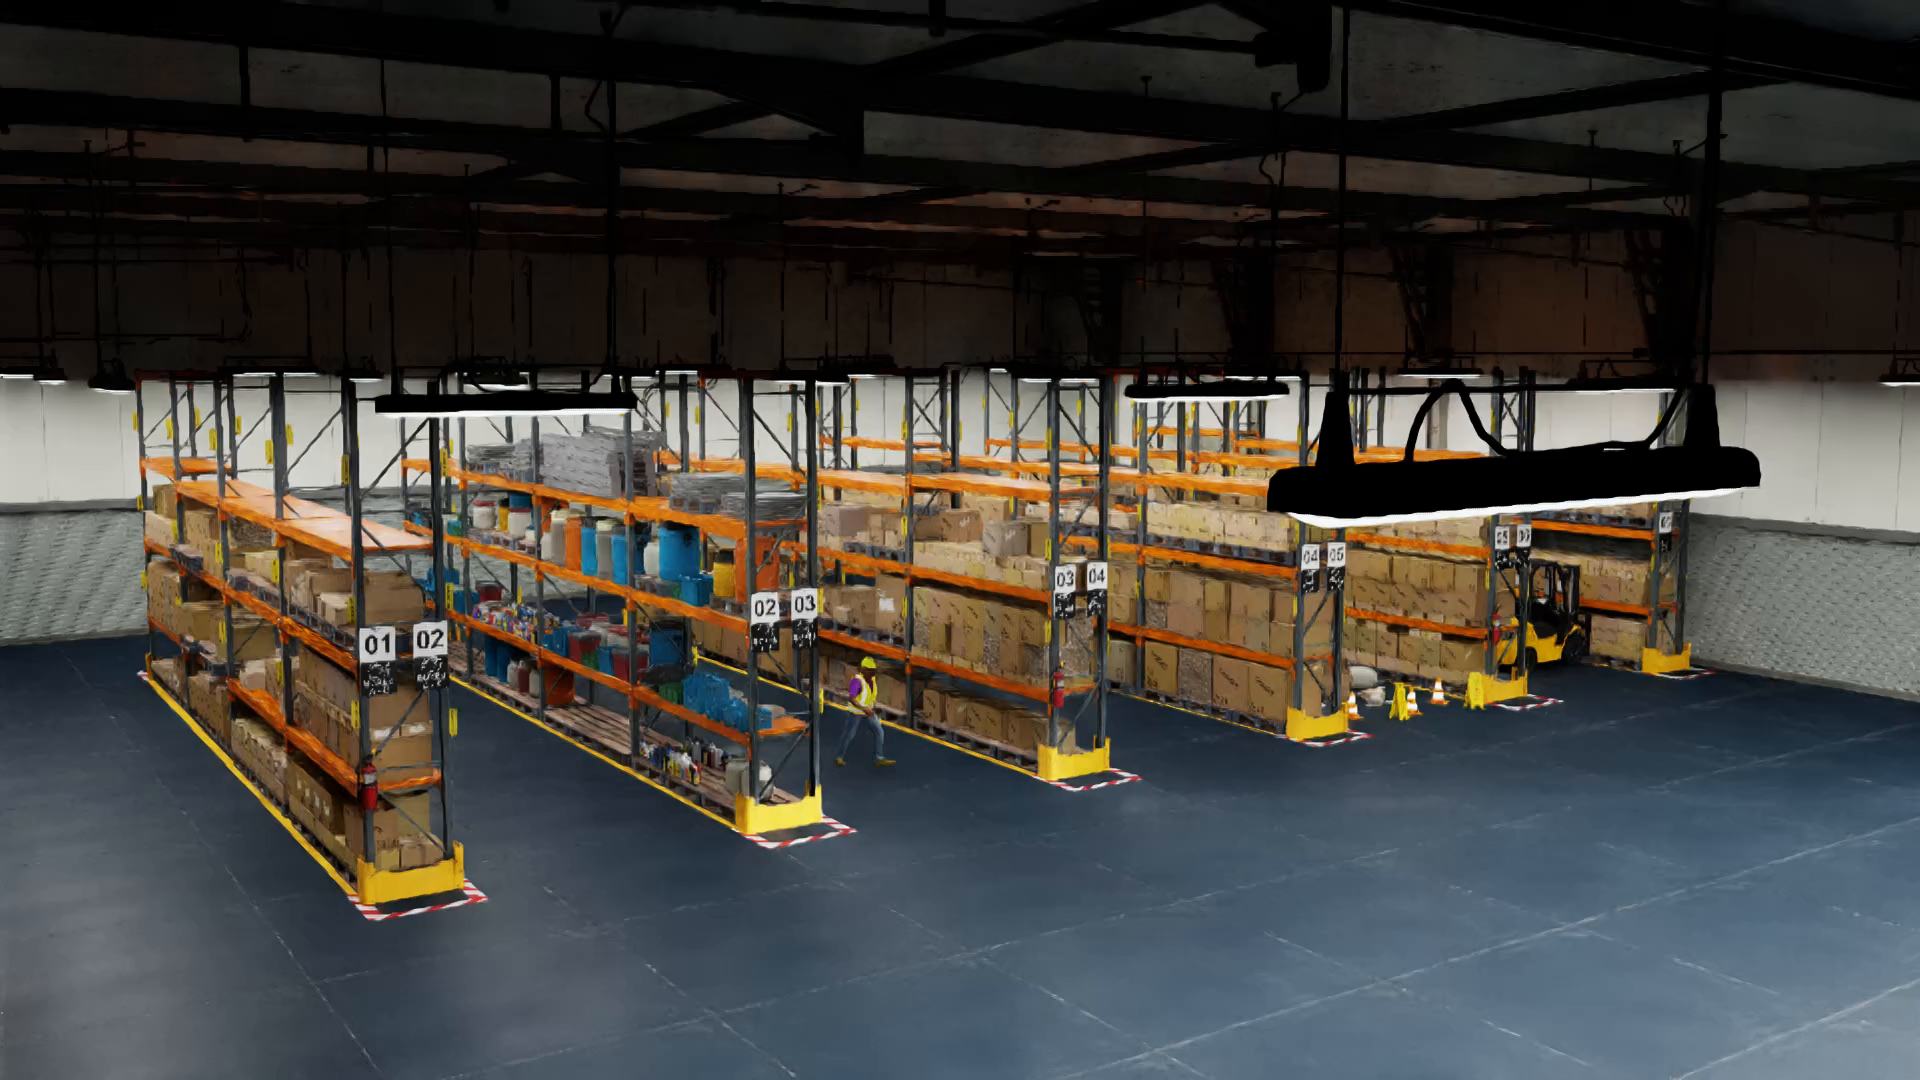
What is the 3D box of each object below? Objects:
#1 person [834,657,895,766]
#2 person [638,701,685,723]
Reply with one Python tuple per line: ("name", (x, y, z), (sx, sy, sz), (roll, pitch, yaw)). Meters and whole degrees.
("person", (-1.509, 2.619, 25.405), (0.843, 1.703, 0.708), (5, 8, 39))
("person", (-5.091, 2.280, 28.350), (0.837, 1.714, 0.683), (5, 8, 39))
